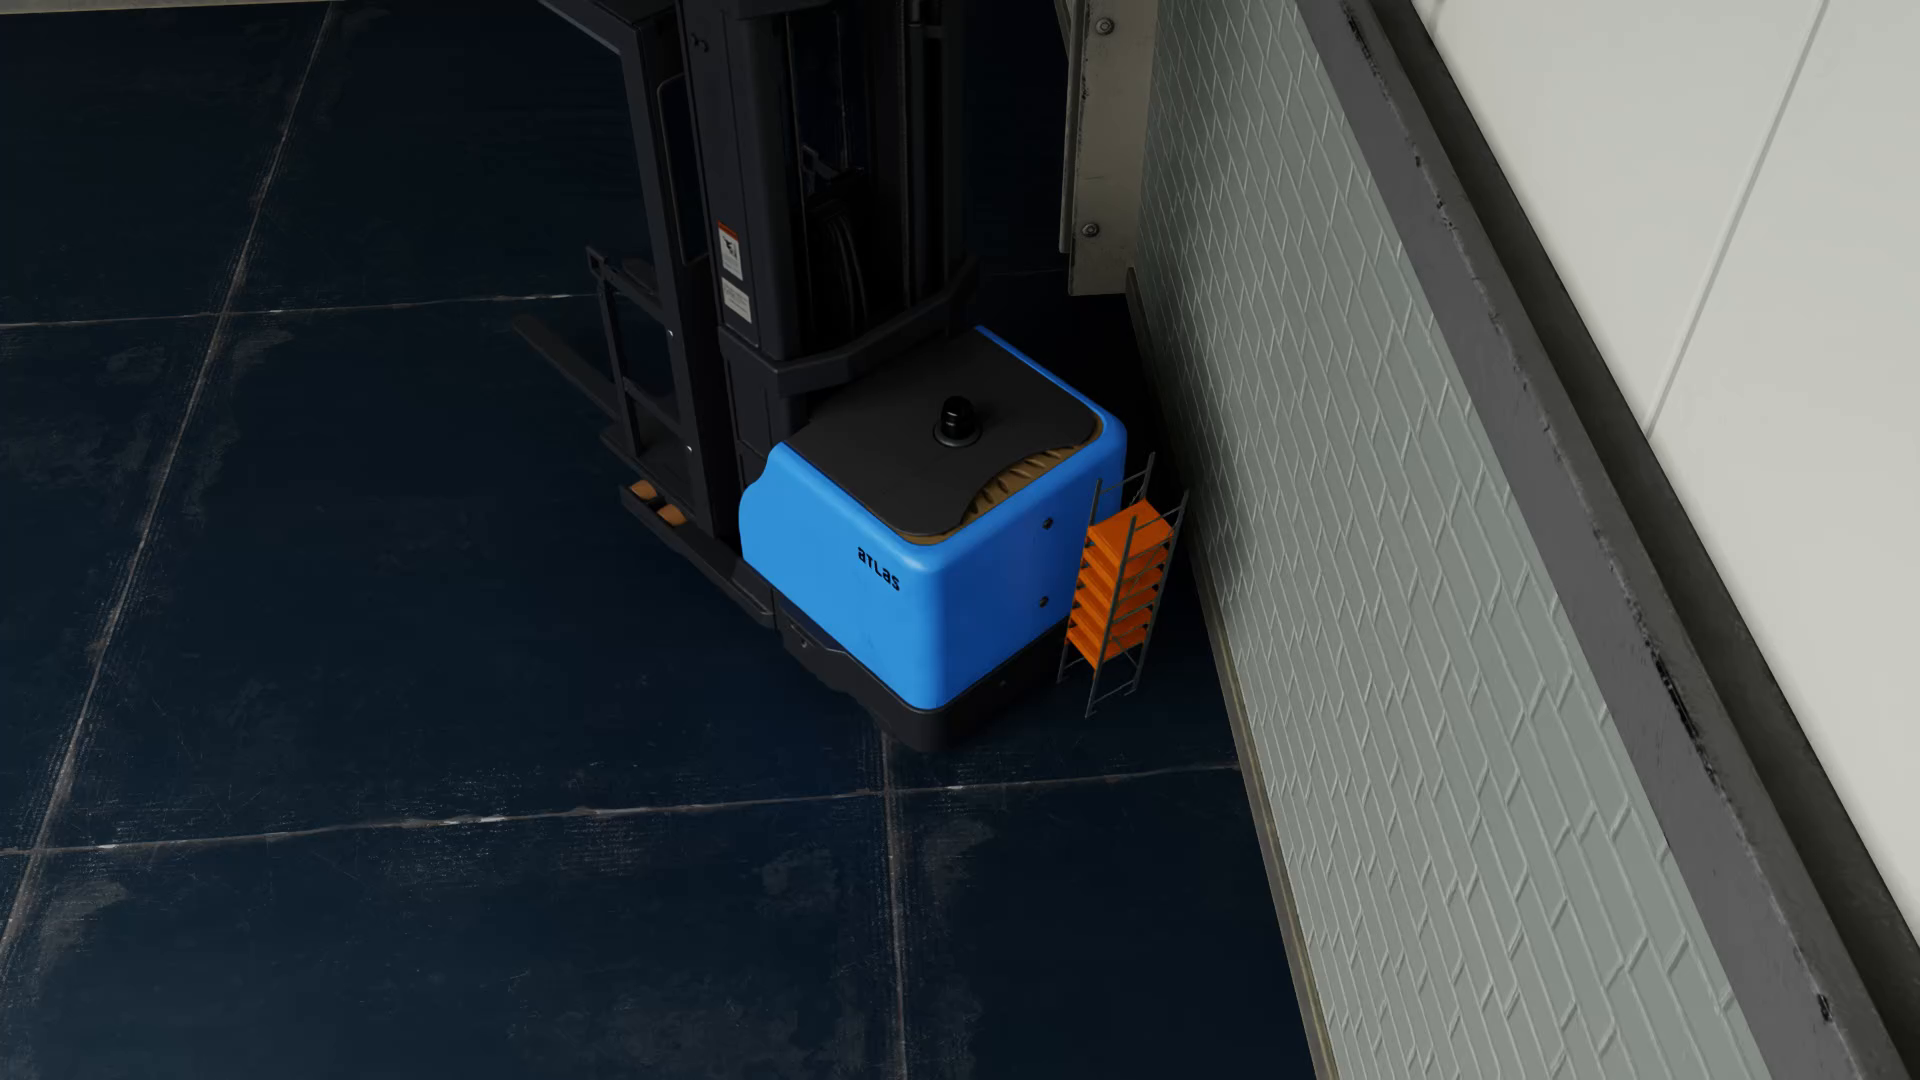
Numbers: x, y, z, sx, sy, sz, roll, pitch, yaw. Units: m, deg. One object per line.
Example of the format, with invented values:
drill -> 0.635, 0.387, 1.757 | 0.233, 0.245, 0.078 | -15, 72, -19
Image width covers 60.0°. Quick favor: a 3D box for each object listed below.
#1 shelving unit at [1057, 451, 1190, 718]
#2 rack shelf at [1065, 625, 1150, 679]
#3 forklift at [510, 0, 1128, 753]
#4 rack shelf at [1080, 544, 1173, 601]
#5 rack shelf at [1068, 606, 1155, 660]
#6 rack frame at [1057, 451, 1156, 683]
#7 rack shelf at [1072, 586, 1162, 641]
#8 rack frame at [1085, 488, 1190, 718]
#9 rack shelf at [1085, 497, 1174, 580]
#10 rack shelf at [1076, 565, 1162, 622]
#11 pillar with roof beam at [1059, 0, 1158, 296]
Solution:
shelving unit -> 0.559, 0.188, 5.872 | 0.258, 1.200, 0.189 | -26, 58, -23
rack shelf -> 0.541, 0.363, 6.096 | 0.258, 0.103, 0.180 | -26, 58, -23
forklift -> -0.766, -1.216, 6.020 | 1.130, 2.935, 3.031 | -34, 55, -28
rack shelf -> 0.571, 0.068, 5.718 | 0.258, 0.103, 0.180 | -26, 58, -23
rack shelf -> 0.548, 0.289, 6.001 | 0.258, 0.103, 0.180 | -26, 58, -23
rack frame -> 0.508, 0.126, 5.916 | 0.240, 1.200, 0.006 | -26, 58, -23
rack shelf -> 0.556, 0.215, 5.907 | 0.258, 0.103, 0.180 | -26, 58, -23
rack frame -> 0.610, 0.250, 5.828 | 0.240, 1.200, 0.006 | -26, 58, -23
rack shelf -> 0.579, -0.006, 5.624 | 0.258, 0.103, 0.180 | -26, 58, -23
rack shelf -> 0.564, 0.141, 5.813 | 0.258, 0.103, 0.180 | -26, 58, -23
pillar with roof beam -> -3.627, -4.161, 4.629 | 9.100, 9.000, 0.400 | -3, 47, -3
